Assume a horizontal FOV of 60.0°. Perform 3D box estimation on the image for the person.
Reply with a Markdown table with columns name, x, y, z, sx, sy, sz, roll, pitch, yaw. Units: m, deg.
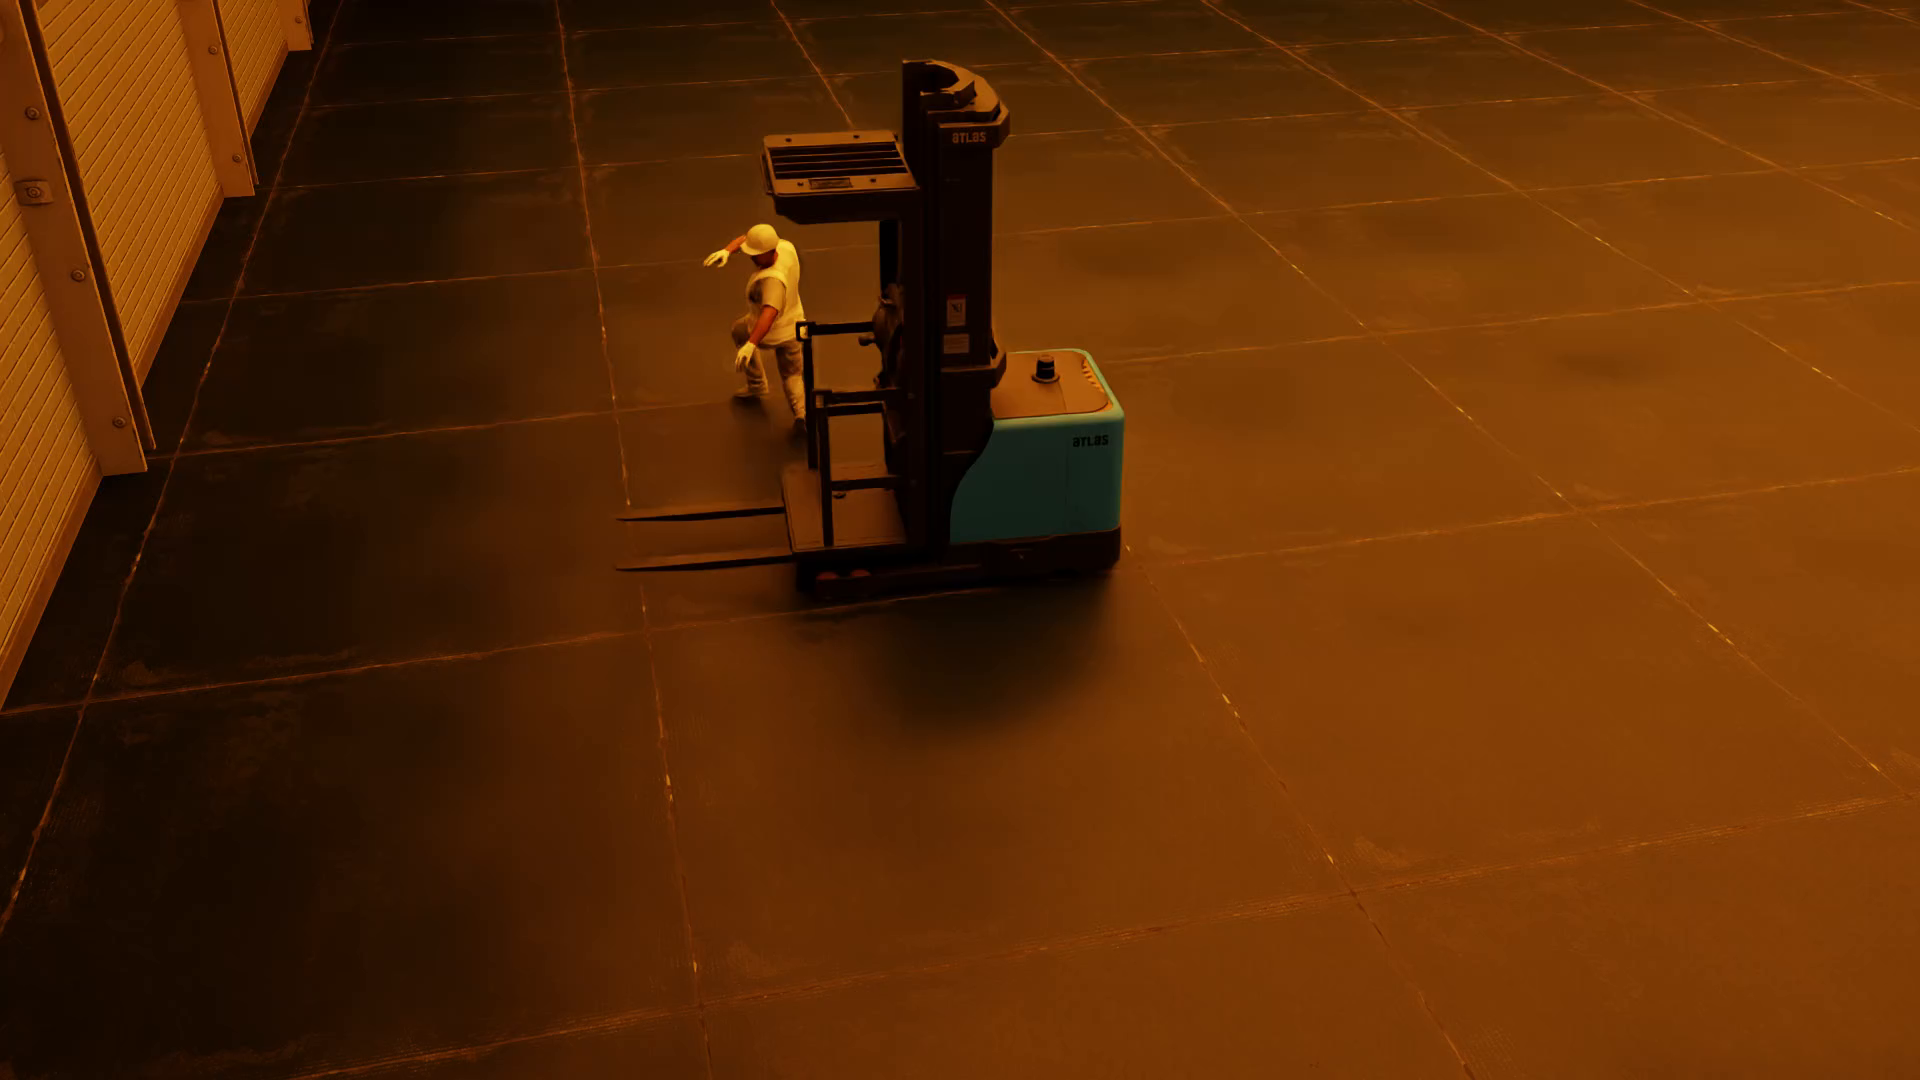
| name | x | y | z | sx | sy | sz | roll | pitch | yaw |
| --- | --- | --- | --- | --- | --- | --- | --- | --- | --- |
| person | -1.450 | -1.486 | 11.588 | 0.857 | 1.501 | 0.995 | -26 | 39 | -37 |

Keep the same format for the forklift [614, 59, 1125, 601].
| name | x | y | z | sx | sy | sz | roll | pitch | yaw |
| --- | --- | --- | --- | --- | --- | --- | --- | --- | --- |
| forklift | -0.591 | -1.194 | 9.638 | 3.031 | 2.935 | 1.130 | -5 | 30 | -8 |
